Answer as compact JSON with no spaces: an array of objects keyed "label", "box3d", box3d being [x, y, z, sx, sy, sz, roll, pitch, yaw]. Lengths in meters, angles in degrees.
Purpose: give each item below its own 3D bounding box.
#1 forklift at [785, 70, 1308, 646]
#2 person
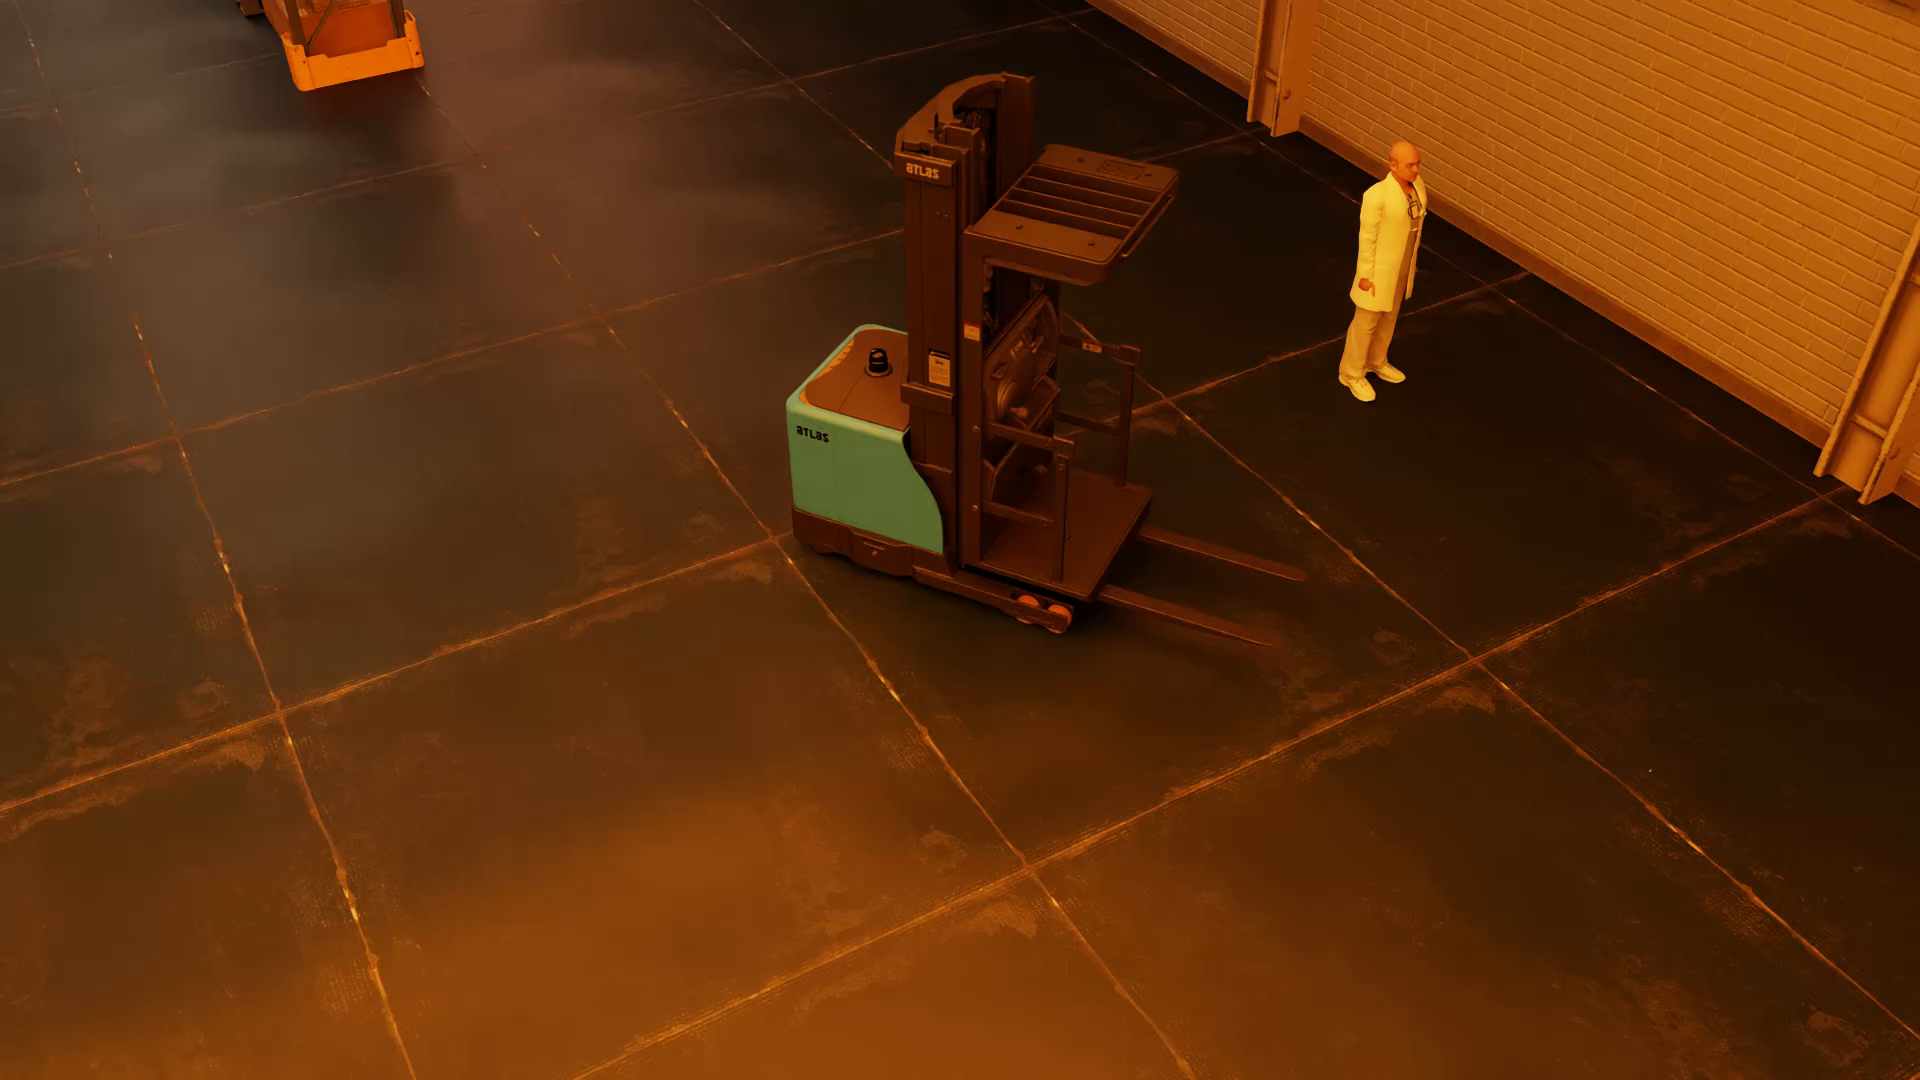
[{"label":"forklift","box3d":[0.527,-0.975,9.212,3.031,2.935,1.130,17,43,19]},{"label":"person","box3d":[2.885,-1.810,11.119,0.548,1.782,0.392,-29,48,-31]}]
